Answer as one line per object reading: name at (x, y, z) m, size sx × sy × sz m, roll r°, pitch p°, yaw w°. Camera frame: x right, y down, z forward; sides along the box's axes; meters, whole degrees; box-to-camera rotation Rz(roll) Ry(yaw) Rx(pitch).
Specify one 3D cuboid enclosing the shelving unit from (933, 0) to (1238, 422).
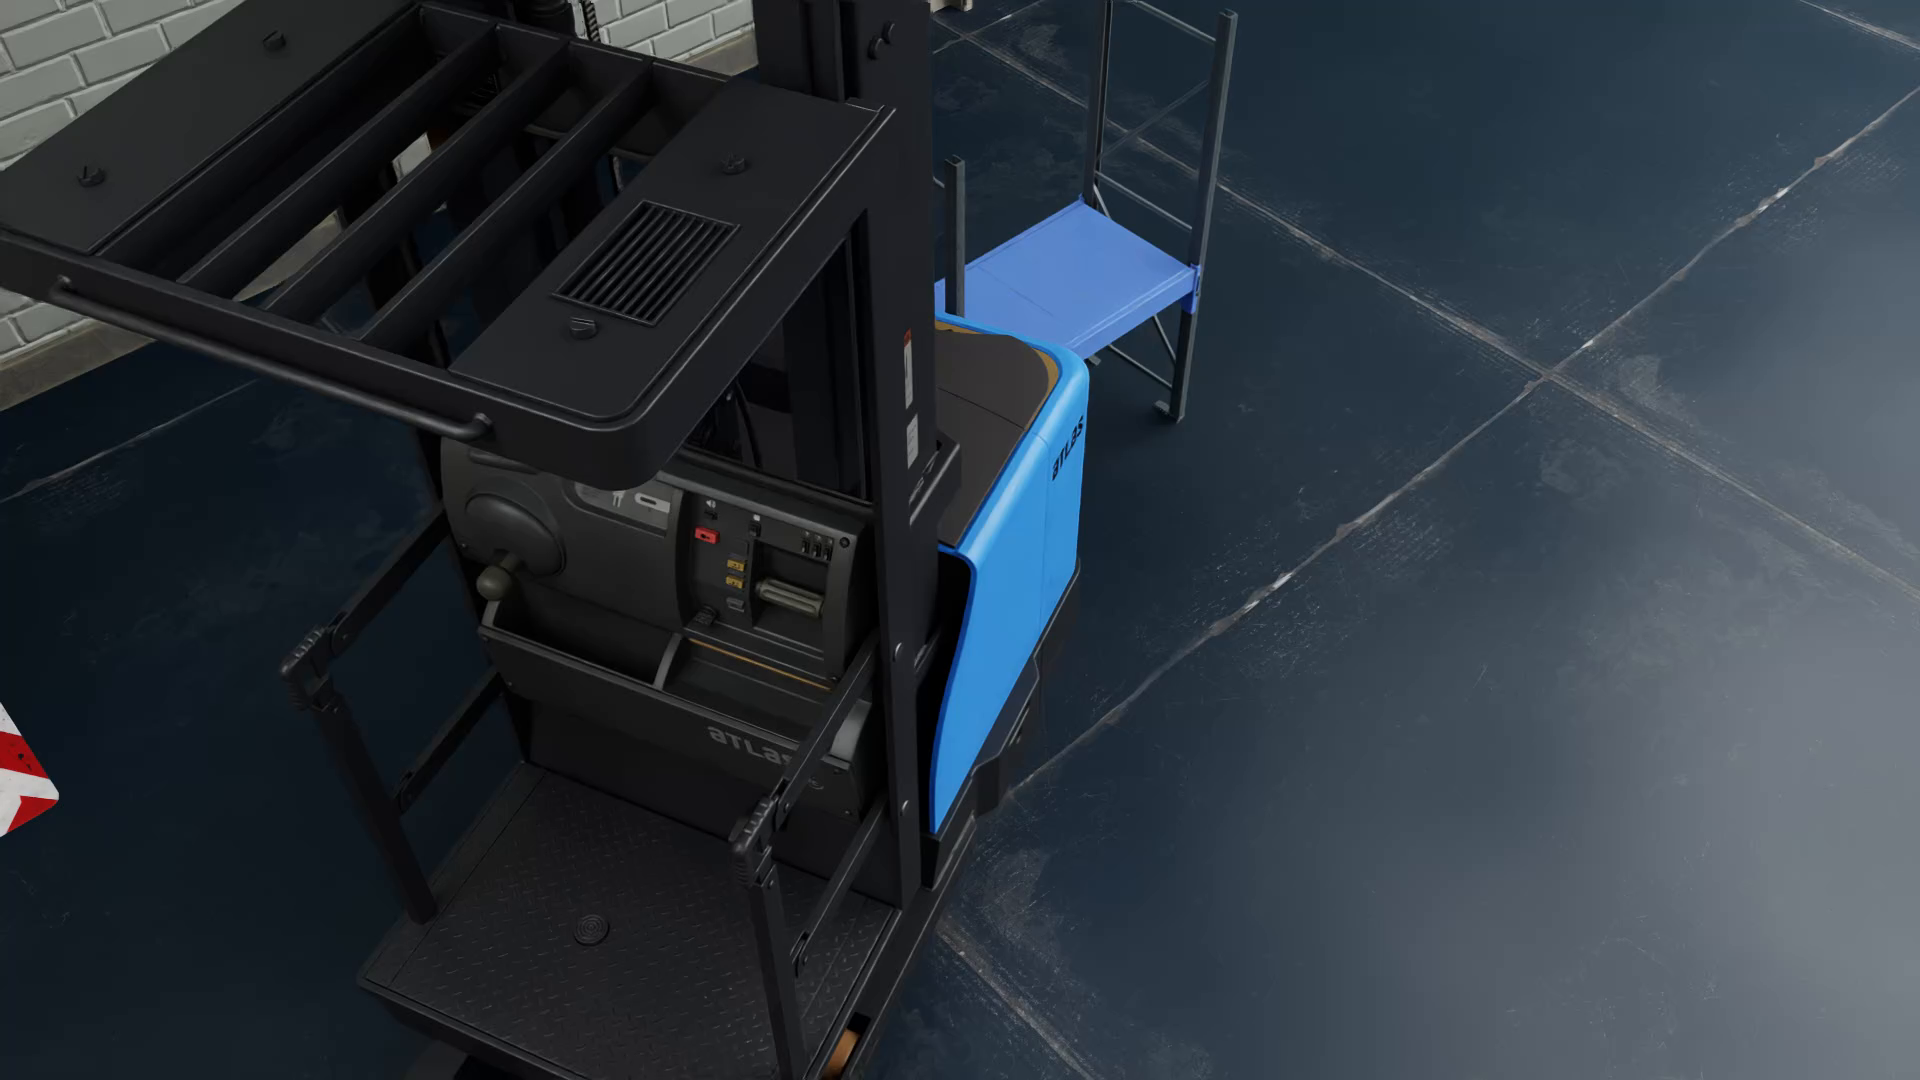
shelving unit at (0.205, -0.796, 4.964) m, size 1.048 × 1.500 × 0.538 m, roll -34°, pitch 56°, yaw -27°

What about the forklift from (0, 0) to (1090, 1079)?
forklift at (-0.712, 0.105, 3.159) m, size 1.130 × 2.935 × 3.031 m, roll 18°, pitch 50°, yaw 16°

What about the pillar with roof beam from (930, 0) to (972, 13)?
pillar with roof beam at (2.706, -3.083, 1.972) m, size 0.400 × 9.000 × 9.100 m, roll -34°, pitch 56°, yaw -27°

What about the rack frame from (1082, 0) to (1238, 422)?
rack frame at (0.577, -1.050, 5.199) m, size 0.032 × 1.500 × 0.500 m, roll -34°, pitch 56°, yaw -27°

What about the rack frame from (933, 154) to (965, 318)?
rack frame at (-0.168, -0.542, 4.730) m, size 0.032 × 1.500 × 0.500 m, roll -34°, pitch 56°, yaw -27°

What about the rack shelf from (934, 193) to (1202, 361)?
rack shelf at (0.205, -0.674, 5.097) m, size 1.000 × 0.185 × 0.538 m, roll -34°, pitch 56°, yaw -27°
